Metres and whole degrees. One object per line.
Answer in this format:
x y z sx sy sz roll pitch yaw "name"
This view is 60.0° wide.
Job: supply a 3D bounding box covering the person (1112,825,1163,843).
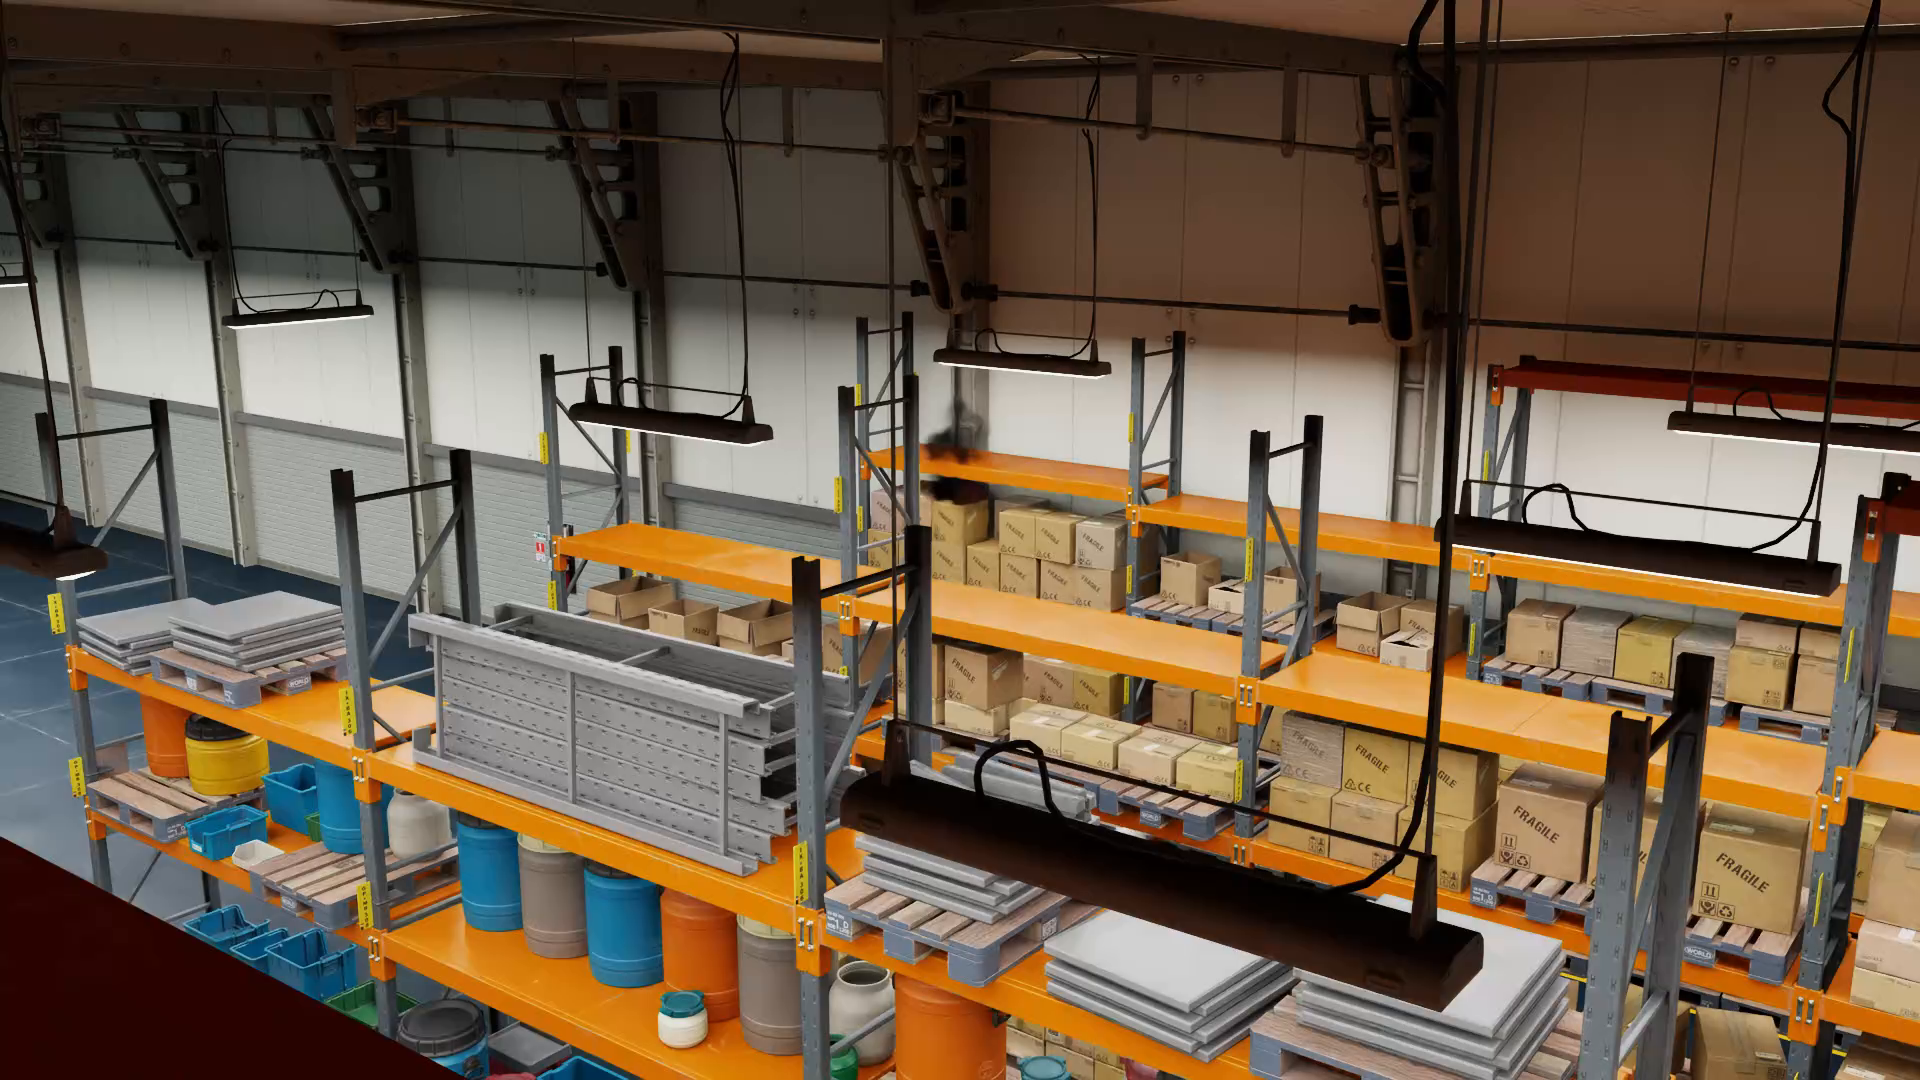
1.720 3.372 16.863 0.702 1.828 0.682 7 15 27 "person"
